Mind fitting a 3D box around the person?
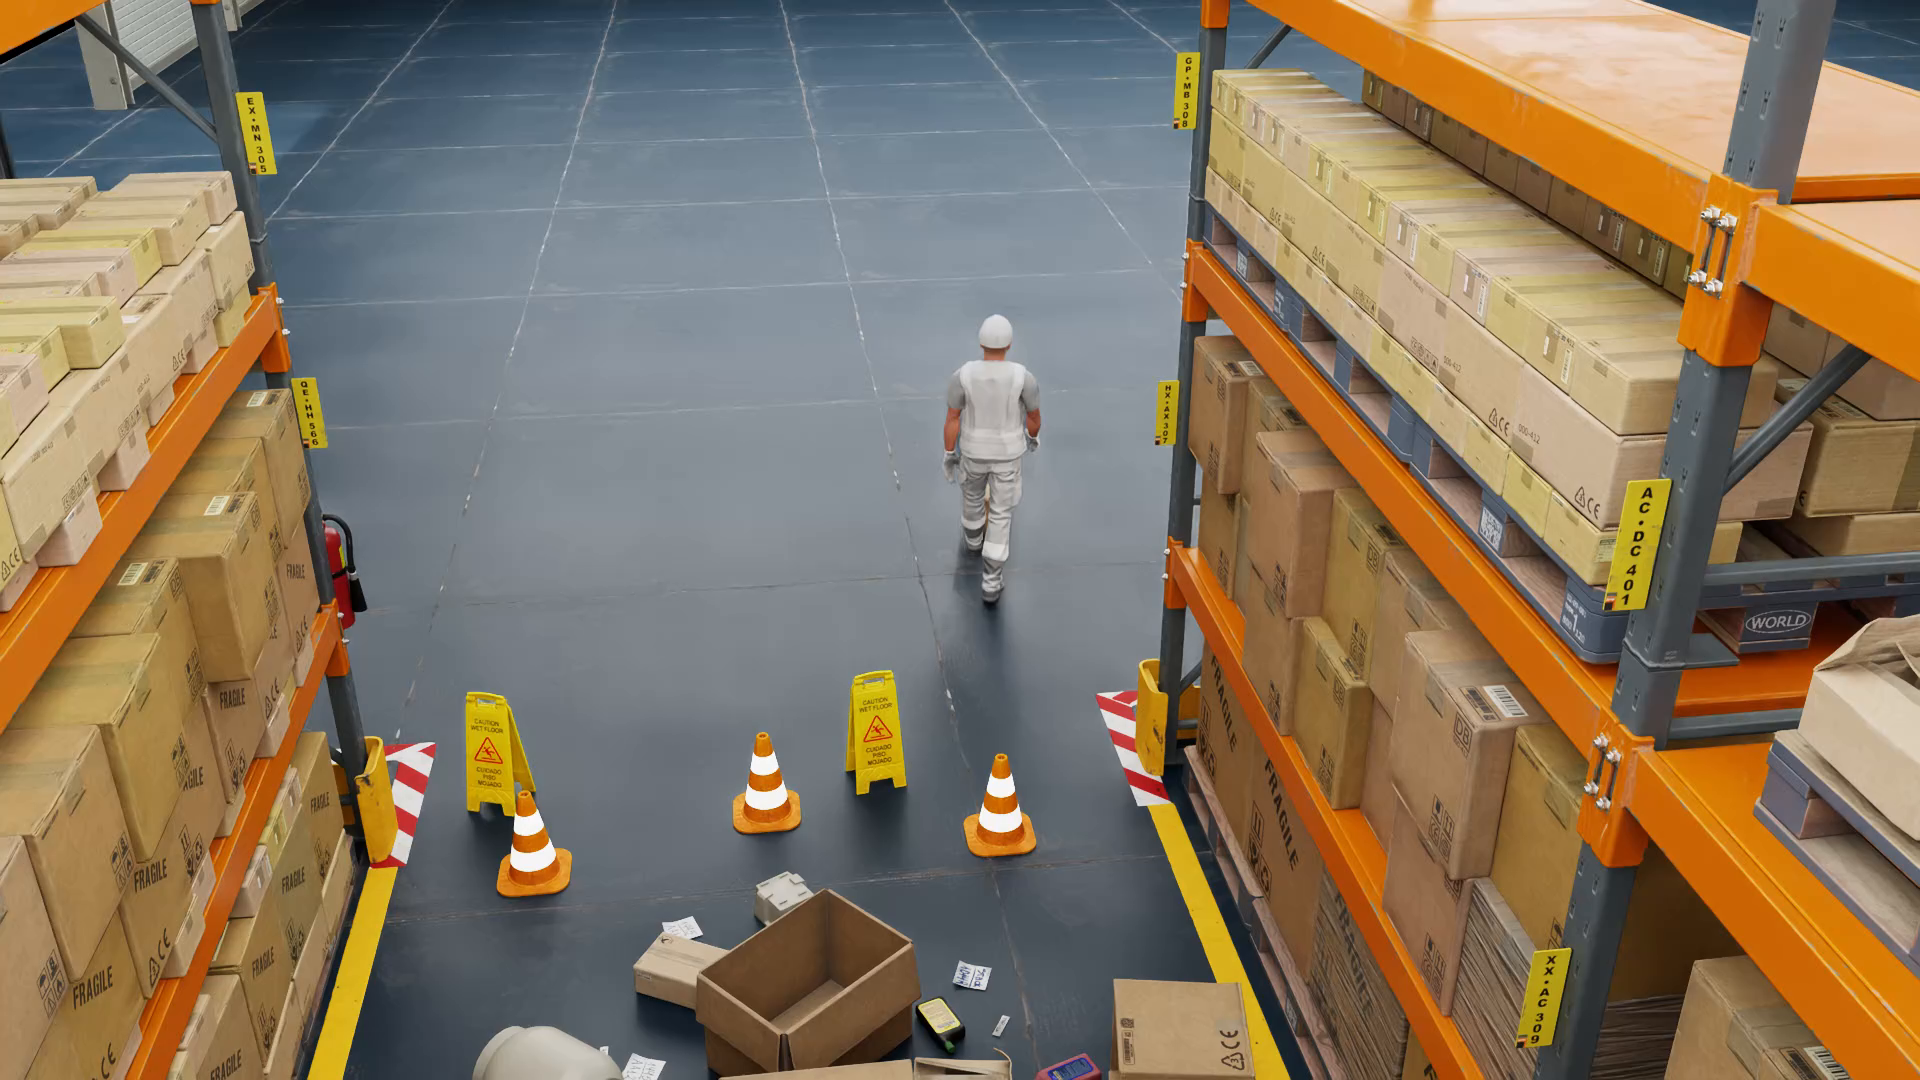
[{"bbox_3d":[0.216,-0.601,10.238,0.568,1.738,0.944,5,27,9],"label":"person"}]
